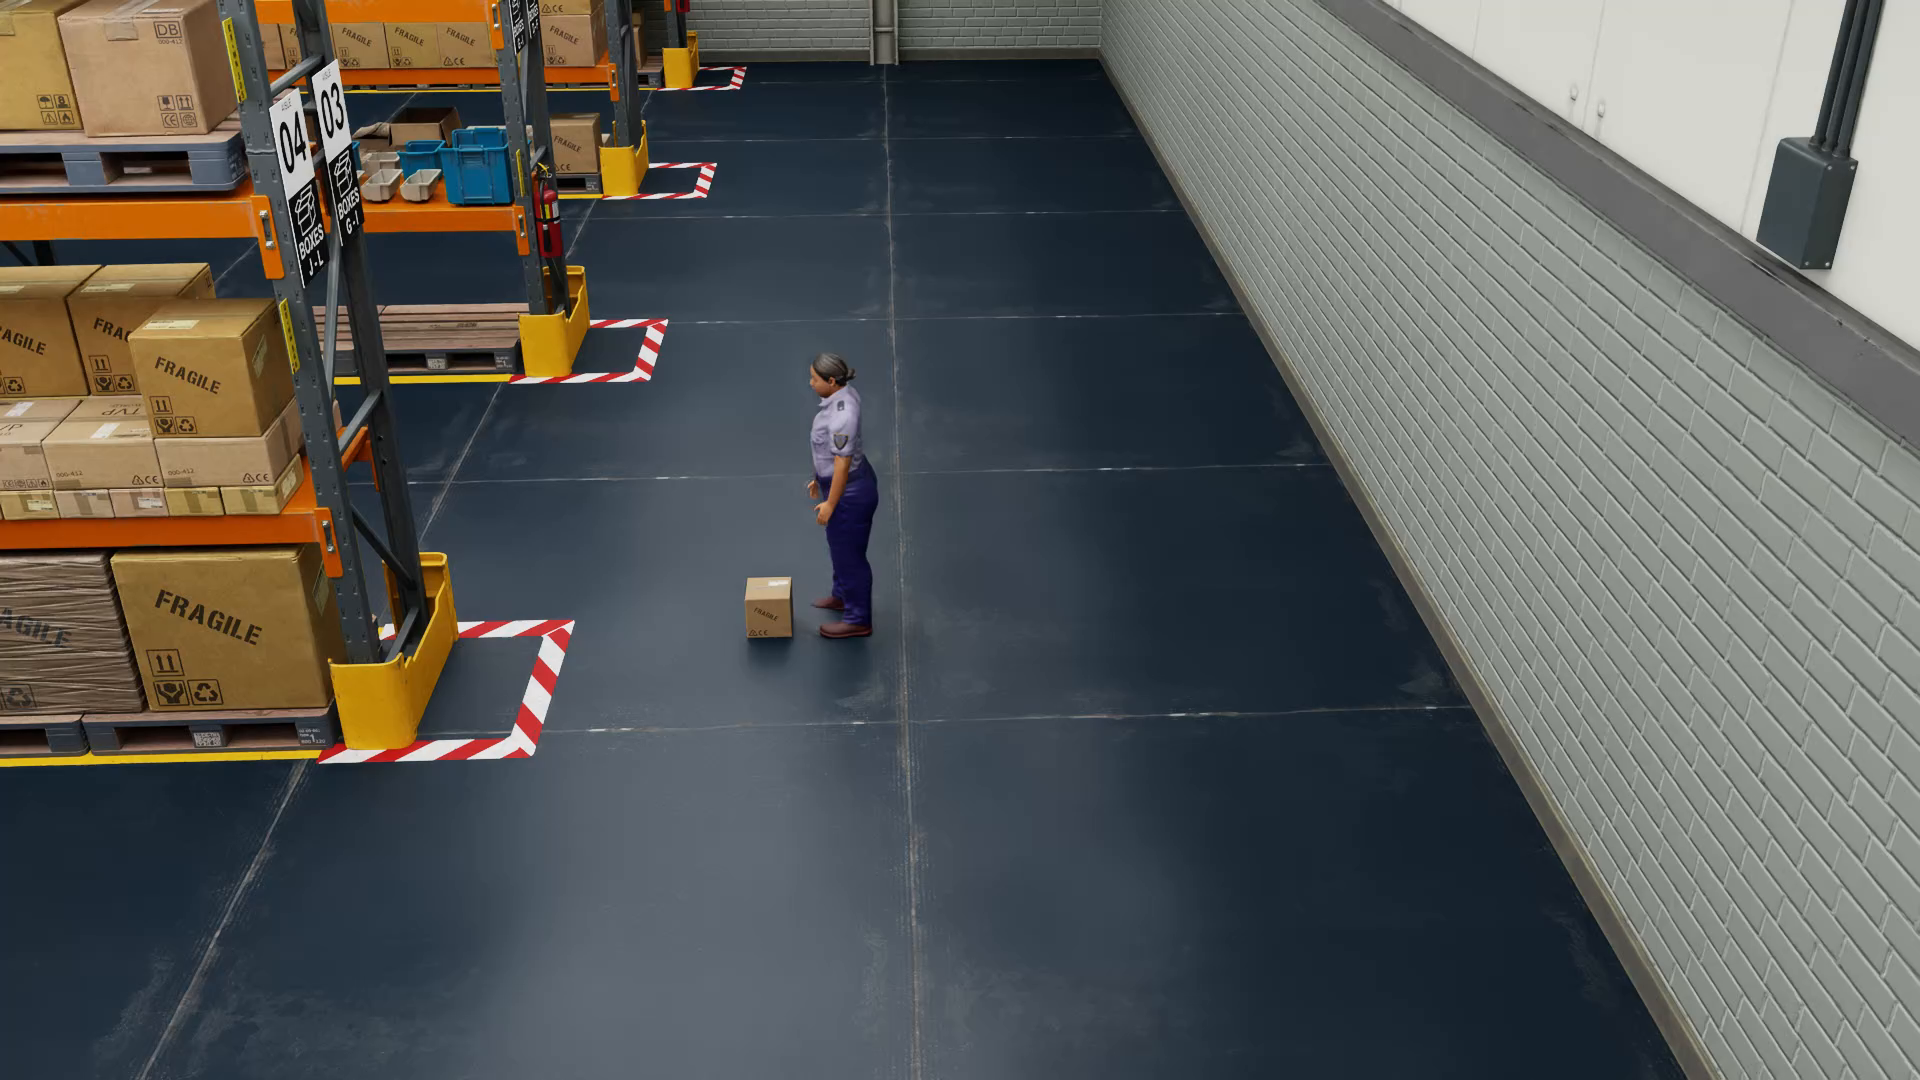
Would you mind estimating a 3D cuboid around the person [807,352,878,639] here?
[{"bbox_3d":[-0.654,-0.254,9.133,0.411,1.676,0.526,-1,28,-3],"label":"person"}]
